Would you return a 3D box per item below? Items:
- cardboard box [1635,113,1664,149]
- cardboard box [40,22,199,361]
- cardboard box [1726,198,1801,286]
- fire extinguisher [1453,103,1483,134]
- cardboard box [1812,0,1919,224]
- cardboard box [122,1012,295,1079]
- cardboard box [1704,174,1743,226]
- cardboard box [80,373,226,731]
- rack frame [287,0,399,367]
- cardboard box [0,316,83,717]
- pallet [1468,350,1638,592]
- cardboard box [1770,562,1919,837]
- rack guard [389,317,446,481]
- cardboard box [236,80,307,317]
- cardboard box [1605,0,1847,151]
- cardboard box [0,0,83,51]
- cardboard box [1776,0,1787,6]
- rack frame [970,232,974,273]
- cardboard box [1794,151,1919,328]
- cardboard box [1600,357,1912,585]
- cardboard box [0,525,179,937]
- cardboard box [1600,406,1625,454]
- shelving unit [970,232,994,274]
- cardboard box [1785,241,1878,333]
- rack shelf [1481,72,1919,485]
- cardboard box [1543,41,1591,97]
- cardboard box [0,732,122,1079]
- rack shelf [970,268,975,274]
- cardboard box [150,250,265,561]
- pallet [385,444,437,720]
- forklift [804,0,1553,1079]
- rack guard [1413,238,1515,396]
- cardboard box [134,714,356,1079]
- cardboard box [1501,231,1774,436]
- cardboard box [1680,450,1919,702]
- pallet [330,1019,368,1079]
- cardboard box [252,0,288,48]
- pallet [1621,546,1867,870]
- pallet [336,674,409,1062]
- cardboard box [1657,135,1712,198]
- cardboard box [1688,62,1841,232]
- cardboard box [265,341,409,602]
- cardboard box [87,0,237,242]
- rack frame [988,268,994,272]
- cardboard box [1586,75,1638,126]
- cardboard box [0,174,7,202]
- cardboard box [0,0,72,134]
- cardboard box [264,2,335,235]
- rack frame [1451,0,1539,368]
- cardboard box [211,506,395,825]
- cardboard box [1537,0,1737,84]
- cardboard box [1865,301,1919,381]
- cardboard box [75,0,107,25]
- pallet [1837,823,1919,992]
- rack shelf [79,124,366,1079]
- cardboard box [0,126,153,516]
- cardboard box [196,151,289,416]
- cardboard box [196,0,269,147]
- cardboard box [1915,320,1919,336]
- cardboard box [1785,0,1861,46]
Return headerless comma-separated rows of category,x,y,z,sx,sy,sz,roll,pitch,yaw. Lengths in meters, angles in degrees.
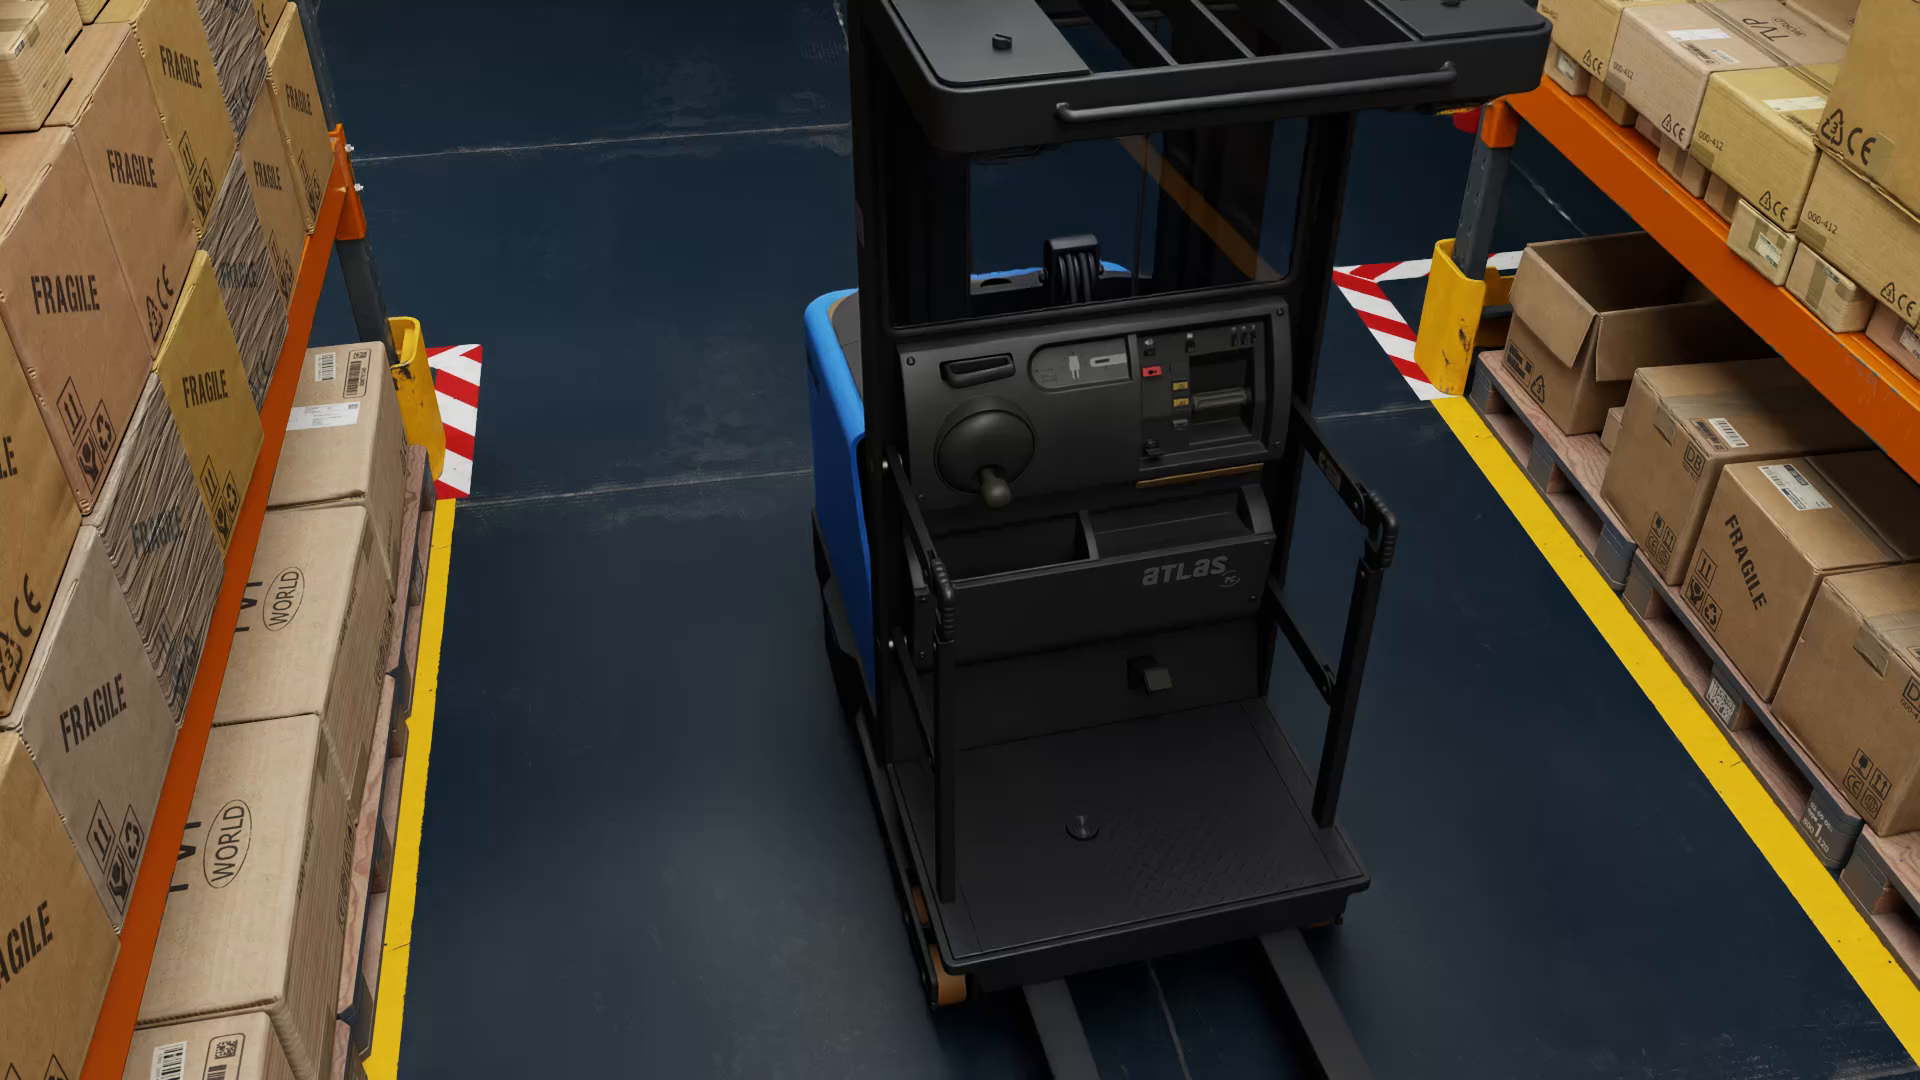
cardboard box,2.365,-1.321,5.210,0.380,0.149,0.250,-7,38,-9
cardboard box,-1.869,-0.669,3.270,0.500,0.500,0.500,-6,38,-8
cardboard box,2.372,-0.841,4.593,0.380,0.149,0.250,-7,38,-9
fire extinguisher,1.927,-1.813,6.006,0.296,0.674,0.183,-6,38,-8
cardboard box,2.485,-1.097,3.986,0.500,0.500,0.500,-5,38,-7
cardboard box,-1.782,1.455,3.178,0.875,0.438,0.875,-7,38,-9
cardboard box,2.402,-1.002,4.800,0.380,0.149,0.250,-6,38,-7
cardboard box,-1.767,0.044,3.167,0.500,0.500,0.500,-6,38,-8
rack frame,-2.479,-1.416,5.128,1.000,3.000,0.127,-6,38,-8
cardboard box,-1.705,-0.054,2.478,0.500,0.500,0.500,-7,38,-9
pallet,2.561,-0.323,5.994,1.003,0.211,1.213,-6,38,-8
cardboard box,2.715,0.396,4.490,0.700,0.500,0.500,-8,38,-10
rack guard,-2.483,-0.443,5.913,1.175,0.500,0.348,-6,38,-8
cardboard box,-2.060,-0.888,4.366,0.500,0.500,0.500,-7,38,-9
cardboard box,2.310,-1.403,4.990,0.500,0.250,0.500,-6,38,-7
cardboard box,-1.913,-0.986,3.149,0.380,0.149,0.250,-5,38,-6
cardboard box,2.749,-1.761,5.452,0.500,0.250,0.500,-5,38,-7
rack frame,-0.054,-0.549,5.601,0.200,1.050,0.008,-9,39,-11
cardboard box,2.513,-0.790,4.202,0.500,0.250,0.500,-7,38,-9
cardboard box,2.533,-0.231,5.297,0.700,0.500,0.500,-5,38,-6
cardboard box,-1.686,0.345,2.780,0.500,0.500,0.500,-6,38,-8
cardboard box,2.458,-0.352,5.739,0.380,0.149,0.250,-8,38,-10
shelving unit,-0.024,-0.476,5.507,0.215,1.050,0.252,-9,39,-11
cardboard box,2.438,-0.684,4.391,0.380,0.149,0.250,-5,38,-7
rack shelf,2.758,-0.460,4.483,1.077,0.370,4.000,-6,38,-8
cardboard box,2.195,-1.625,5.601,0.380,0.149,0.250,-7,38,-8
cardboard box,-1.602,0.649,2.388,0.500,0.500,0.500,-5,38,-6
rack shelf,-0.024,-0.692,5.340,0.215,0.259,0.240,-9,39,-11
cardboard box,-1.857,-0.268,3.568,0.500,0.500,0.500,-5,38,-7
pallet,-2.262,0.160,5.372,1.003,0.211,1.213,-6,38,-8
forklift,0.378,-0.241,3.671,1.130,2.935,3.031,-9,39,-11
rack guard,2.421,-0.919,6.525,1.175,0.500,0.348,-6,38,-8
cardboard box,-1.939,0.915,3.874,0.875,0.438,0.875,-7,38,-9
cardboard box,2.421,-0.752,5.966,0.797,0.503,0.637,-8,38,-10
cardboard box,2.527,0.099,4.872,0.500,0.500,0.500,-6,38,-7
pallet,-1.834,1.634,3.475,1.003,0.211,1.213,-6,38,-8
cardboard box,-2.160,-1.585,4.448,0.500,0.500,0.500,-5,38,-6
pallet,2.772,0.412,5.048,1.003,0.211,1.213,-6,38,-8
pallet,-2.051,0.895,4.426,1.003,0.211,1.213,-6,38,-8
cardboard box,2.349,-1.162,5.005,0.380,0.149,0.250,-5,38,-7
cardboard box,2.402,-1.097,4.597,0.500,0.250,0.500,-7,38,-9
cardboard box,-2.265,-0.182,5.285,0.875,0.438,0.875,-7,38,-9
cardboard box,-1.956,-0.973,3.661,0.500,0.500,0.500,-6,38,-8
rack frame,0.006,-0.404,5.414,0.200,1.050,0.008,-9,39,-11
cardboard box,2.285,-1.476,5.410,0.380,0.149,0.250,-5,38,-7
cardboard box,-1.726,-0.532,2.565,0.380,0.149,0.250,-7,38,-9
cardboard box,-1.826,-0.831,2.949,0.380,0.149,0.250,-6,38,-8
cardboard box,-2.134,-1.193,4.759,0.500,0.500,0.500,-6,38,-8
rack frame,2.407,-1.952,5.818,1.000,3.000,0.127,-6,38,-8
cardboard box,-2.096,0.370,4.575,0.875,0.438,0.875,-5,38,-7
cardboard box,2.222,-1.707,5.382,0.500,0.250,0.500,-6,38,-8
cardboard box,2.551,-0.536,4.200,0.380,0.149,0.250,-6,38,-8
cardboard box,-1.941,-1.146,3.355,0.380,0.149,0.250,-5,38,-7
pallet,2.989,1.150,4.097,1.003,0.211,1.213,-6,38,-8
rack shelf,-2.128,0.076,3.793,1.077,0.370,4.000,-6,38,-8
cardboard box,-1.784,-0.364,2.877,0.500,0.500,0.500,-6,38,-7
cardboard box,-1.961,-0.578,3.968,0.500,0.500,0.500,-5,38,-7
cardboard box,-2.039,-1.272,4.046,0.500,0.500,0.500,-6,38,-8
cardboard box,2.602,-0.479,3.802,0.500,0.250,0.500,-6,38,-8
cardboard box,2.839,-1.449,5.050,0.500,0.250,0.500,-6,38,-8
